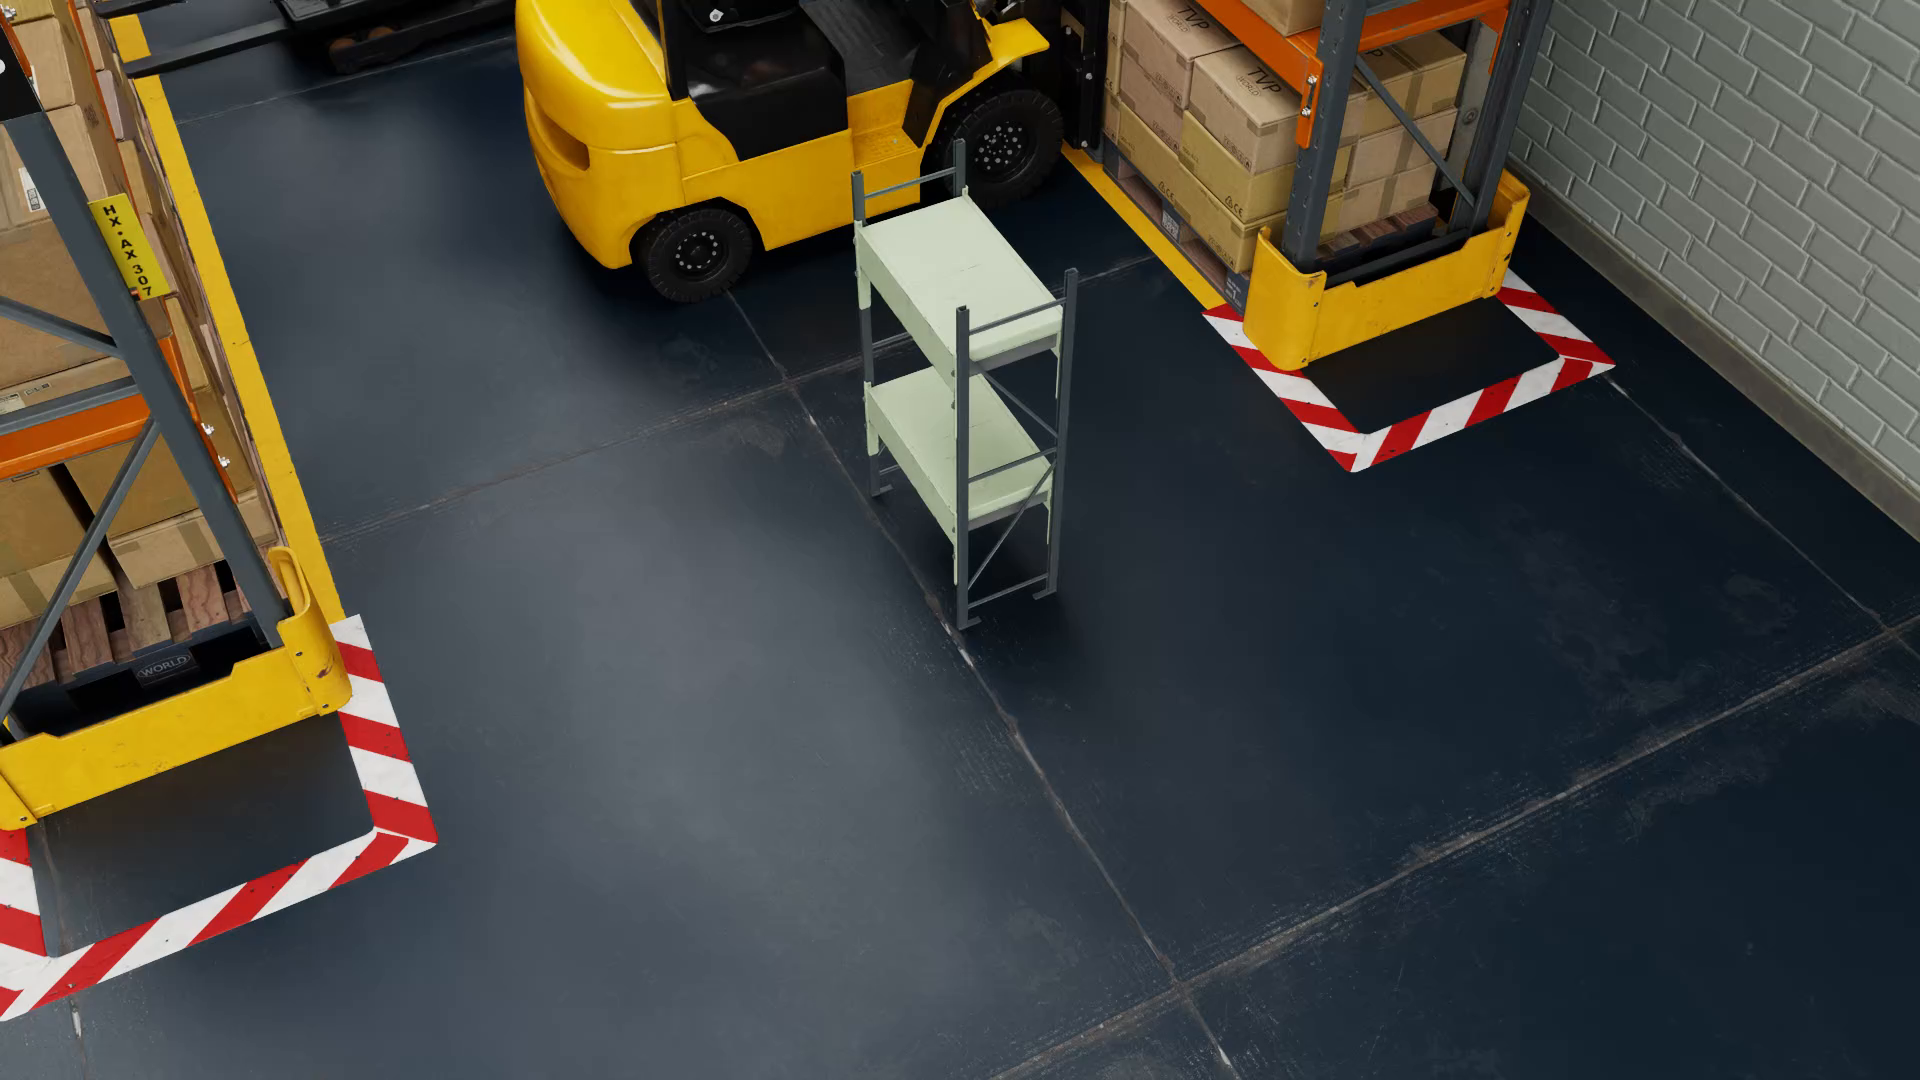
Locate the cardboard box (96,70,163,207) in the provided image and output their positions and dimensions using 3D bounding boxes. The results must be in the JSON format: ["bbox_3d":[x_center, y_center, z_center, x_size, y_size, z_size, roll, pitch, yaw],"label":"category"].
[{"bbox_3d":[-3.506,-1.460,6.584,0.500,0.500,0.500,-19,51,-16],"label":"cardboard box"}]

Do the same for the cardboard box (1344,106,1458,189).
[{"bbox_3d":[1.727,-1.784,7.033,0.500,0.250,0.500,-20,52,-17],"label":"cardboard box"}]

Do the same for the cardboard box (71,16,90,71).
[{"bbox_3d":[-3.358,-1.752,5.957,0.380,0.149,0.250,-21,52,-17],"label":"cardboard box"}]

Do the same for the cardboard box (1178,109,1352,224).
[{"bbox_3d":[1.257,-1.616,6.886,0.500,0.250,0.500,-22,52,-18],"label":"cardboard box"}]

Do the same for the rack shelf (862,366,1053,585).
[{"bbox_3d":[0.003,-0.275,5.927,0.431,0.370,0.720,-21,52,-18],"label":"rack shelf"}]

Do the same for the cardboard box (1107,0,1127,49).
[{"bbox_3d":[0.791,-2.437,7.272,0.500,0.250,0.500,-21,52,-17],"label":"cardboard box"}]

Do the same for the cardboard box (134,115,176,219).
[{"bbox_3d":[-3.722,-1.542,7.154,0.500,0.250,0.500,-22,53,-18],"label":"cardboard box"}]

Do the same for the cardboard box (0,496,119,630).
[{"bbox_3d":[-3.274,0.015,5.792,0.500,0.250,0.500,-21,52,-18],"label":"cardboard box"}]

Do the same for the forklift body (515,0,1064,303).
[{"bbox_3d":[-0.732,-2.361,6.886,2.313,2.155,1.214,-21,52,-18],"label":"forklift body"}]

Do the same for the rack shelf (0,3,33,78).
[{"bbox_3d":[-3.569,-2.377,4.821,1.077,0.370,4.000,-21,52,-18],"label":"rack shelf"}]

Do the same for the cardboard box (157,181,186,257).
[{"bbox_3d":[-3.494,-1.200,6.855,0.500,0.250,0.500,-20,52,-17],"label":"cardboard box"}]

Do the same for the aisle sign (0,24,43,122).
[{"bbox_3d":[-2.350,-1.209,3.588,0.394,0.787,0.004,-21,52,-18],"label":"aisle sign"}]

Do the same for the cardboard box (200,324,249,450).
[{"bbox_3d":[-3.004,-0.500,6.242,0.500,0.250,0.500,-19,52,-16],"label":"cardboard box"}]

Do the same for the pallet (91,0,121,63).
[{"bbox_3d":[-4.842,-2.568,8.355,1.003,0.211,1.213,-21,52,-18],"label":"pallet"}]

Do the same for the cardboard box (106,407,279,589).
[{"bbox_3d":[-2.777,-0.156,5.941,0.500,0.250,0.500,-22,52,-18],"label":"cardboard box"}]

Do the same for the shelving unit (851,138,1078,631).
[{"bbox_3d":[0.003,-0.489,5.682,0.431,1.500,0.755,-21,52,-18],"label":"shelving unit"}]

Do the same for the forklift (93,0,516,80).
[{"bbox_3d":[-3.061,-3.741,7.574,3.031,2.935,1.130,-25,53,-20],"label":"forklift"}]

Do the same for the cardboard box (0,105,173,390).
[{"bbox_3d":[-2.624,-0.831,4.720,0.500,0.500,0.500,-22,52,-18],"label":"cardboard box"}]

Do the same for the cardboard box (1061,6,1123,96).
[{"bbox_3d":[0.782,-2.293,7.479,0.500,0.250,0.500,-22,52,-18],"label":"cardboard box"}]

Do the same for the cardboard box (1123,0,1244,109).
[{"bbox_3d":[1.031,-2.103,6.980,0.500,0.250,0.500,-20,52,-17],"label":"cardboard box"}]

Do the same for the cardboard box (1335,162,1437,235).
[{"bbox_3d":[1.707,-1.629,7.230,0.500,0.250,0.500,-21,52,-17],"label":"cardboard box"}]

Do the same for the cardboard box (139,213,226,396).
[{"bbox_3d":[-3.032,-0.767,5.978,0.500,0.500,0.500,-23,53,-19],"label":"cardboard box"}]

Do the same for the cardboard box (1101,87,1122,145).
[{"bbox_3d":[0.822,-2.113,7.653,0.500,0.250,0.500,-21,52,-17],"label":"cardboard box"}]

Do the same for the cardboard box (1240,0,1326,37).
[{"bbox_3d":[1.299,-2.272,6.178,0.500,0.500,0.500,-22,52,-18],"label":"cardboard box"}]

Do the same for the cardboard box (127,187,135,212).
[{"bbox_3d":[-2.878,-1.059,5.350,0.380,0.149,0.250,-20,52,-17],"label":"cardboard box"}]

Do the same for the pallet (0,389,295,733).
[{"bbox_3d":[-3.029,0.023,6.089,1.003,0.211,1.213,-21,52,-18],"label":"pallet"}]

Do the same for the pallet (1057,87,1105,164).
[{"bbox_3d":[0.816,-2.395,8.204,1.003,0.211,1.213,-21,52,-18],"label":"pallet"}]

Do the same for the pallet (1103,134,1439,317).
[{"bbox_3d":[1.371,-1.580,7.491,1.003,0.211,1.213,-21,52,-18],"label":"pallet"}]

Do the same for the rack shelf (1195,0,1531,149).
[{"bbox_3d":[0.843,-3.102,7.448,1.077,0.370,4.000,-21,52,-18],"label":"rack shelf"}]

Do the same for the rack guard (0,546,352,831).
[{"bbox_3d":[-2.689,0.484,5.494,1.175,0.500,0.348,-21,52,-18],"label":"rack guard"}]

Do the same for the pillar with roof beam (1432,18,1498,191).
[{"bbox_3d":[-1.587,-3.269,3.131,9.100,9.000,0.400,-21,52,-18],"label":"pillar with roof beam"}]

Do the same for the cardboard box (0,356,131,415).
[{"bbox_3d":[-2.625,-0.504,4.865,0.380,0.149,0.250,-21,52,-17],"label":"cardboard box"}]

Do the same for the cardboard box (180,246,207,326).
[{"bbox_3d":[-3.265,-0.861,6.558,0.500,0.250,0.500,-18,51,-15],"label":"cardboard box"}]

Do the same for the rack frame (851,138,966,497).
[{"bbox_3d":[-0.164,-0.734,5.896,0.400,1.500,0.023,-21,52,-18],"label":"rack frame"}]

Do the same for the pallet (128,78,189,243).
[{"bbox_3d":[-4.146,-1.610,7.518,1.003,0.211,1.213,-21,52,-18],"label":"pallet"}]

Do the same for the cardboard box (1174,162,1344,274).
[{"bbox_3d":[1.262,-1.439,7.063,0.500,0.250,0.500,-21,52,-17],"label":"cardboard box"}]

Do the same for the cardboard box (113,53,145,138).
[{"bbox_3d":[-3.975,-1.895,7.462,0.500,0.250,0.500,-19,52,-16],"label":"cardboard box"}]

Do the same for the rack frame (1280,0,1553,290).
[{"bbox_3d":[1.758,-2.000,6.007,1.000,3.000,0.127,-21,52,-18],"label":"rack frame"}]

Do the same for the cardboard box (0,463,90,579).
[{"bbox_3d":[-3.252,-0.214,5.494,0.500,0.500,0.500,-21,52,-17],"label":"cardboard box"}]

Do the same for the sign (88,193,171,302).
[{"bbox_3d":[-2.172,-0.760,4.347,0.100,0.325,0.005,-21,52,-18],"label":"sign"}]

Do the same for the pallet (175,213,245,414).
[{"bbox_3d":[-3.583,-0.792,6.803,1.003,0.211,1.213,-21,52,-18],"label":"pallet"}]

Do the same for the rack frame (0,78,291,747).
[{"bbox_3d":[-2.654,-0.288,4.509,1.000,3.000,0.127,-21,52,-18],"label":"rack frame"}]

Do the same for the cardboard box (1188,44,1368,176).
[{"bbox_3d":[1.270,-1.763,6.683,0.500,0.250,0.500,-20,52,-16],"label":"cardboard box"}]

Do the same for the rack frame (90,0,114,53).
[{"bbox_3d":[-4.484,-2.965,6.851,1.000,3.000,0.127,-21,52,-18],"label":"rack frame"}]

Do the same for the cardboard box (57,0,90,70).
[{"bbox_3d":[-3.338,-1.855,5.616,0.500,0.500,0.500,-22,52,-18],"label":"cardboard box"}]

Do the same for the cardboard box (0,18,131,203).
[{"bbox_3d":[-2.864,-1.177,5.022,0.500,0.500,0.500,-20,52,-16],"label":"cardboard box"}]

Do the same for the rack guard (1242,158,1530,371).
[{"bbox_3d":[1.769,-1.161,6.933,1.175,0.500,0.348,-21,52,-18],"label":"rack guard"}]

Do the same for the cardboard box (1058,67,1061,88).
[{"bbox_3d":[0.564,-2.453,7.950,0.500,0.250,0.500,-20,52,-16],"label":"cardboard box"}]

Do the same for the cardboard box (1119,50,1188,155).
[{"bbox_3d":[1.037,-1.955,7.183,0.500,0.250,0.500,-22,52,-18],"label":"cardboard box"}]

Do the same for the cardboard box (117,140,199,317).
[{"bbox_3d":[-3.254,-1.106,6.274,0.500,0.500,0.500,-20,52,-17],"label":"cardboard box"}]

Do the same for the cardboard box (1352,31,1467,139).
[{"bbox_3d":[1.706,-1.949,6.845,0.500,0.250,0.500,-22,52,-18],"label":"cardboard box"}]

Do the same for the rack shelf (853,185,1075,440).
[{"bbox_3d":[0.003,-0.746,5.388,0.431,0.370,0.720,-21,52,-18],"label":"rack shelf"}]

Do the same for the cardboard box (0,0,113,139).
[{"bbox_3d":[-3.098,-1.517,5.320,0.500,0.500,0.500,-22,52,-18],"label":"cardboard box"}]

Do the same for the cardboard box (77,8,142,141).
[{"bbox_3d":[-3.741,-1.802,6.882,0.500,0.500,0.500,-20,52,-17],"label":"cardboard box"}]

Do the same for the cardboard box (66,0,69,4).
[{"bbox_3d":[-3.598,-2.093,6.255,0.380,0.149,0.250,-22,52,-18],"label":"cardboard box"}]

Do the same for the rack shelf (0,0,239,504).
[{"bbox_3d":[-3.569,-1.390,5.951,1.077,0.370,4.000,-21,52,-18],"label":"rack shelf"}]

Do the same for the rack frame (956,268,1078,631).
[{"bbox_3d":[0.171,-0.244,5.467,0.400,1.500,0.023,-21,52,-18],"label":"rack frame"}]

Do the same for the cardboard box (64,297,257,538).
[{"bbox_3d":[-2.789,-0.419,5.673,0.500,0.500,0.500,-23,53,-19],"label":"cardboard box"}]

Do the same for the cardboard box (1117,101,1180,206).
[{"bbox_3d":[1.043,-1.775,7.357,0.500,0.250,0.500,-21,52,-18],"label":"cardboard box"}]

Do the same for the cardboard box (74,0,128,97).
[{"bbox_3d":[-3.975,-2.141,7.180,0.500,0.500,0.500,-22,52,-18],"label":"cardboard box"}]
